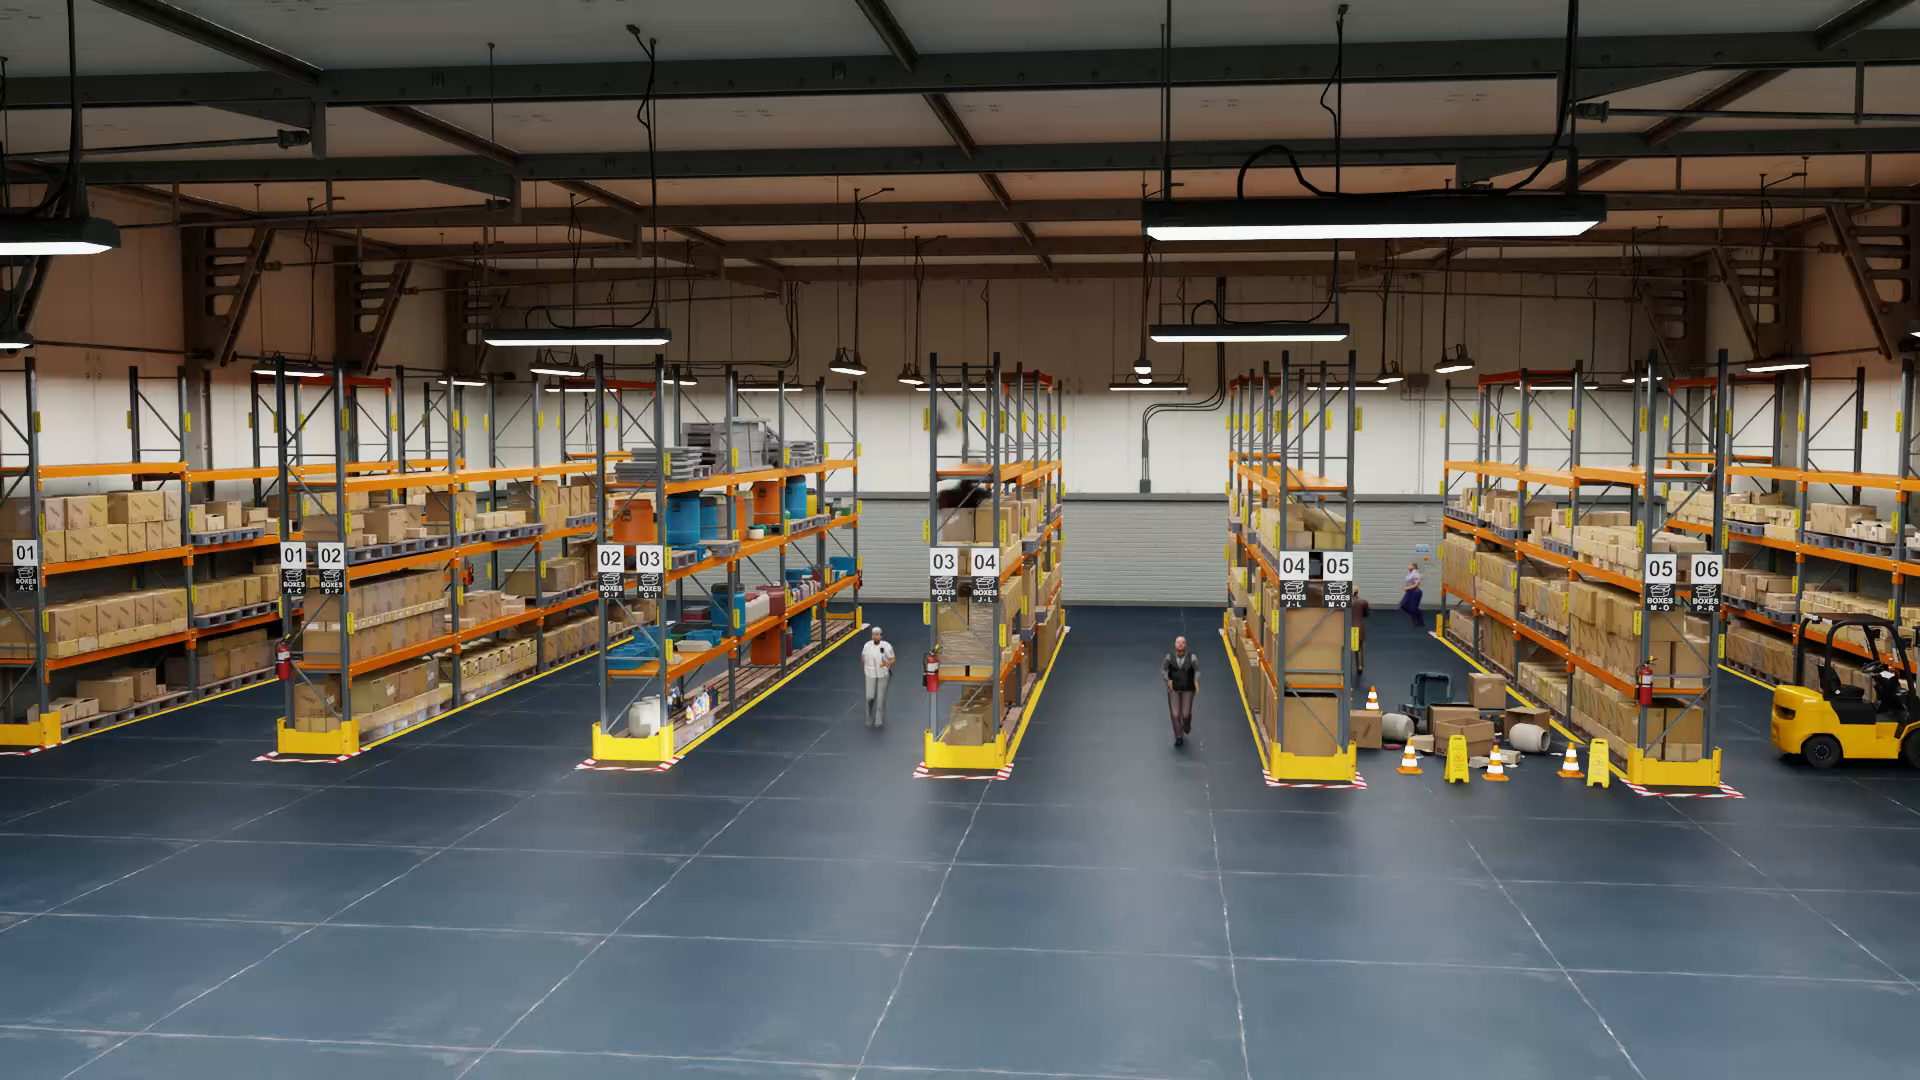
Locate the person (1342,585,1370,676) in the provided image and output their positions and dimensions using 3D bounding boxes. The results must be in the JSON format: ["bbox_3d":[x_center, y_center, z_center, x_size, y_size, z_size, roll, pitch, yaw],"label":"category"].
[{"bbox_3d":[7.712,1.791,32.571,0.680,1.822,0.976,0,4,2],"label":"person"}]

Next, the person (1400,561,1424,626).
[{"bbox_3d":[11.068,1.314,40.739,0.661,1.601,0.586,-1,4,-13],"label":"person"}]

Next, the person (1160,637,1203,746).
[{"bbox_3d":[3.438,2.342,25.897,0.661,1.681,0.585,1,4,10],"label":"person"}]

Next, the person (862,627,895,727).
[{"bbox_3d":[-1.352,2.256,27.292,0.581,1.658,0.630,0,4,4],"label":"person"}]
